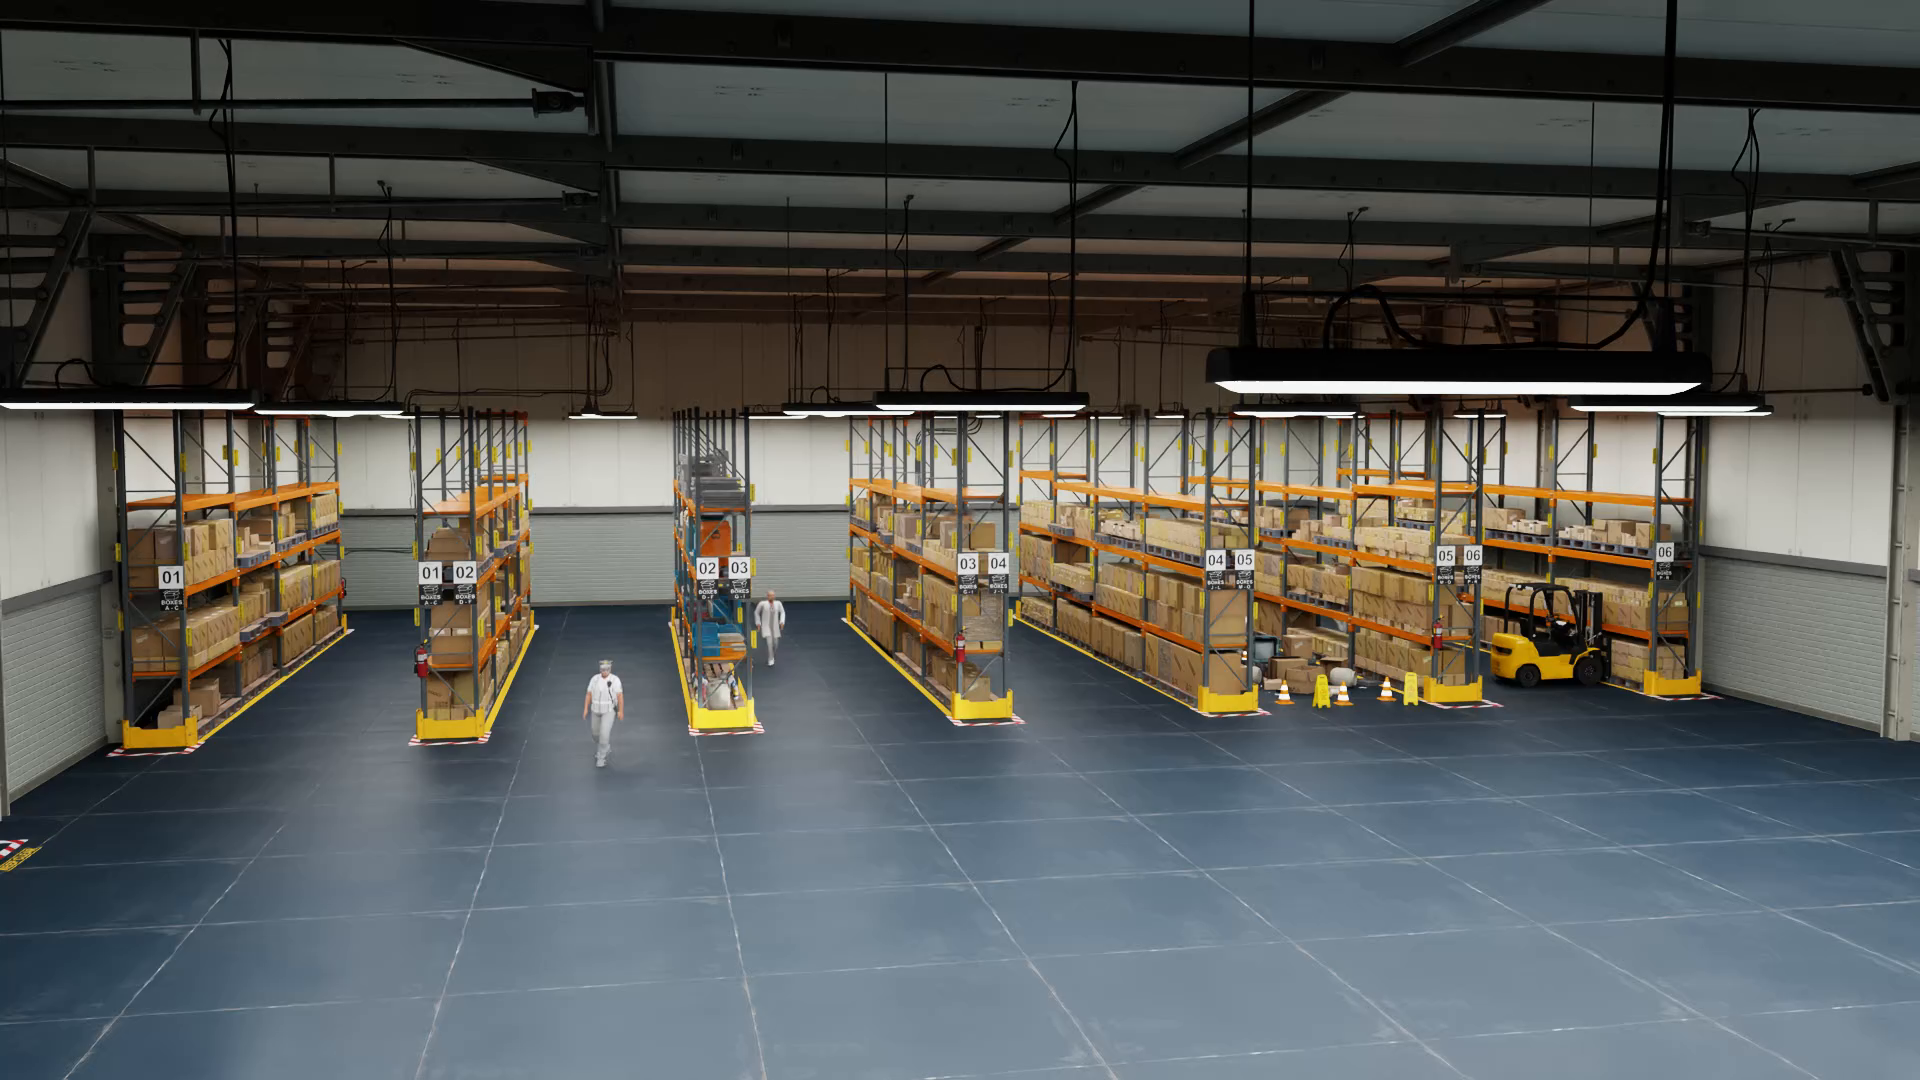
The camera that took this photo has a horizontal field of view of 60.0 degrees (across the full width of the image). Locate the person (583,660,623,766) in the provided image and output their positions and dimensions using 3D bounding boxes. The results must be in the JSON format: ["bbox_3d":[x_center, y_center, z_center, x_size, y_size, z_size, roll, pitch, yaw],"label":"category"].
[{"bbox_3d":[-5.983,2.891,27.971,0.617,1.768,0.742,0,4,7],"label":"person"}]

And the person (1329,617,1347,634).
[{"bbox_3d":[10.165,1.678,44.344,0.606,1.782,0.463,-3,5,-38],"label":"person"}]

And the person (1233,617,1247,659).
[{"bbox_3d":[6.689,2.017,39.886,0.567,1.805,0.385,-3,5,-39],"label":"person"}]

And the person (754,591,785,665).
[{"bbox_3d":[-4.503,2.060,39.321,0.733,1.748,0.747,-1,4,-19],"label":"person"}]
